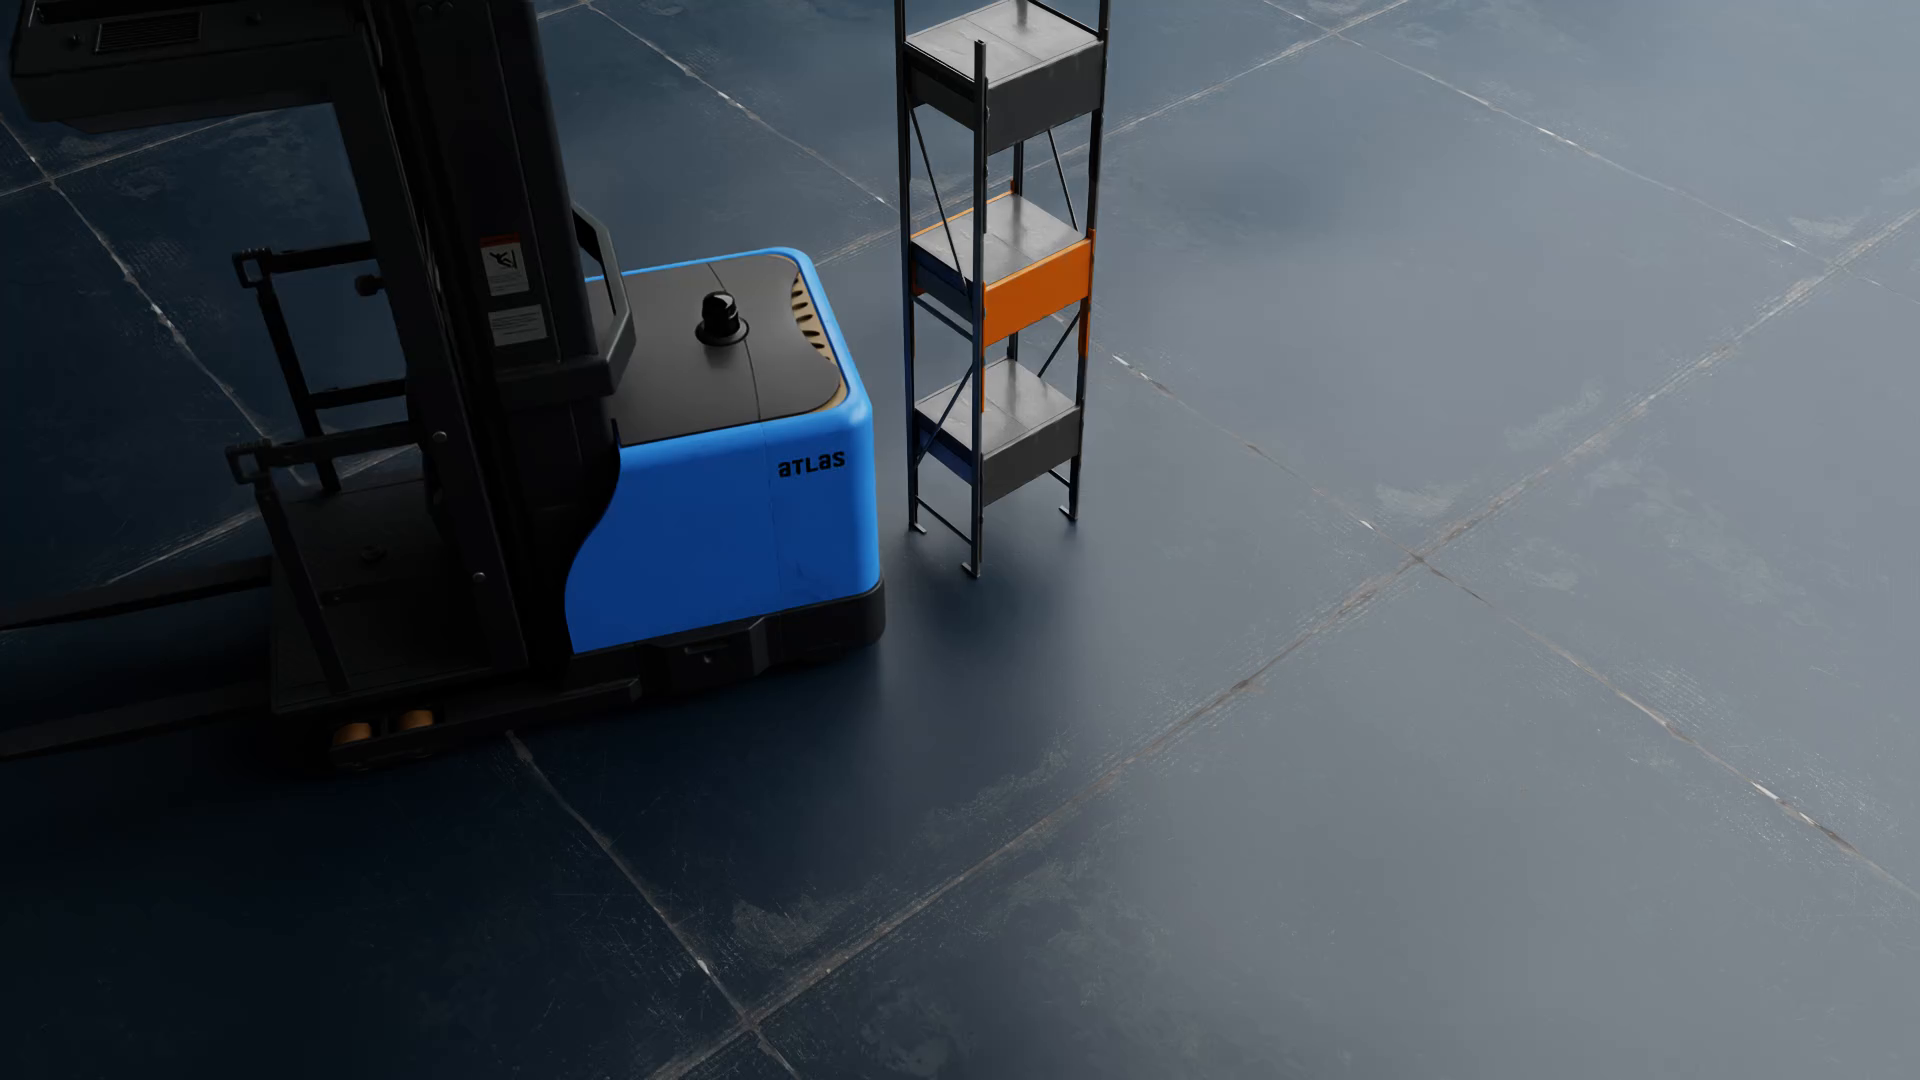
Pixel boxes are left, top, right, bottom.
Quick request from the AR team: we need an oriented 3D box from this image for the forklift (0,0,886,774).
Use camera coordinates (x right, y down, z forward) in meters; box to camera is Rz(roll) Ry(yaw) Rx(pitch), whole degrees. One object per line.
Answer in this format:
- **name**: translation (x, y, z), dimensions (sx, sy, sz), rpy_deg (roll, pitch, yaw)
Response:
- **forklift**: translation (-1.835, -0.717, 4.872), dimensions (3.031, 2.935, 1.130), rpy_deg (-12, 44, -12)

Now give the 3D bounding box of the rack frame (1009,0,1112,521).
- **rack frame**: translation (0.314, -0.945, 5.723), dimensions (0.015, 2.100, 0.400), rpy_deg (-30, 51, -28)

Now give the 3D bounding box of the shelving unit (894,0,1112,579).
- **shelving unit**: translation (0.127, -0.838, 5.609), dimensions (0.503, 2.100, 0.431), rpy_deg (-30, 51, -28)

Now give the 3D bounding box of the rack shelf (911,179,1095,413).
- **rack shelf**: translation (0.127, -0.828, 5.618), dimensions (0.480, 0.518, 0.431), rpy_deg (-30, 51, -28)

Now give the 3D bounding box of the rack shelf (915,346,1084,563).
- **rack shelf**: translation (0.127, -0.318, 6.097), dimensions (0.480, 0.518, 0.431), rpy_deg (-30, 51, -28)

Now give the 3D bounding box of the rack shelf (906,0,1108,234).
- **rack shelf**: translation (0.127, -1.338, 5.139), dimensions (0.480, 0.518, 0.431), rpy_deg (-30, 51, -28)

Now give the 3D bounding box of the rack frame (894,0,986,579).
- **rack frame**: translation (-0.060, -0.731, 5.494), dimensions (0.015, 2.100, 0.400), rpy_deg (-30, 51, -28)
